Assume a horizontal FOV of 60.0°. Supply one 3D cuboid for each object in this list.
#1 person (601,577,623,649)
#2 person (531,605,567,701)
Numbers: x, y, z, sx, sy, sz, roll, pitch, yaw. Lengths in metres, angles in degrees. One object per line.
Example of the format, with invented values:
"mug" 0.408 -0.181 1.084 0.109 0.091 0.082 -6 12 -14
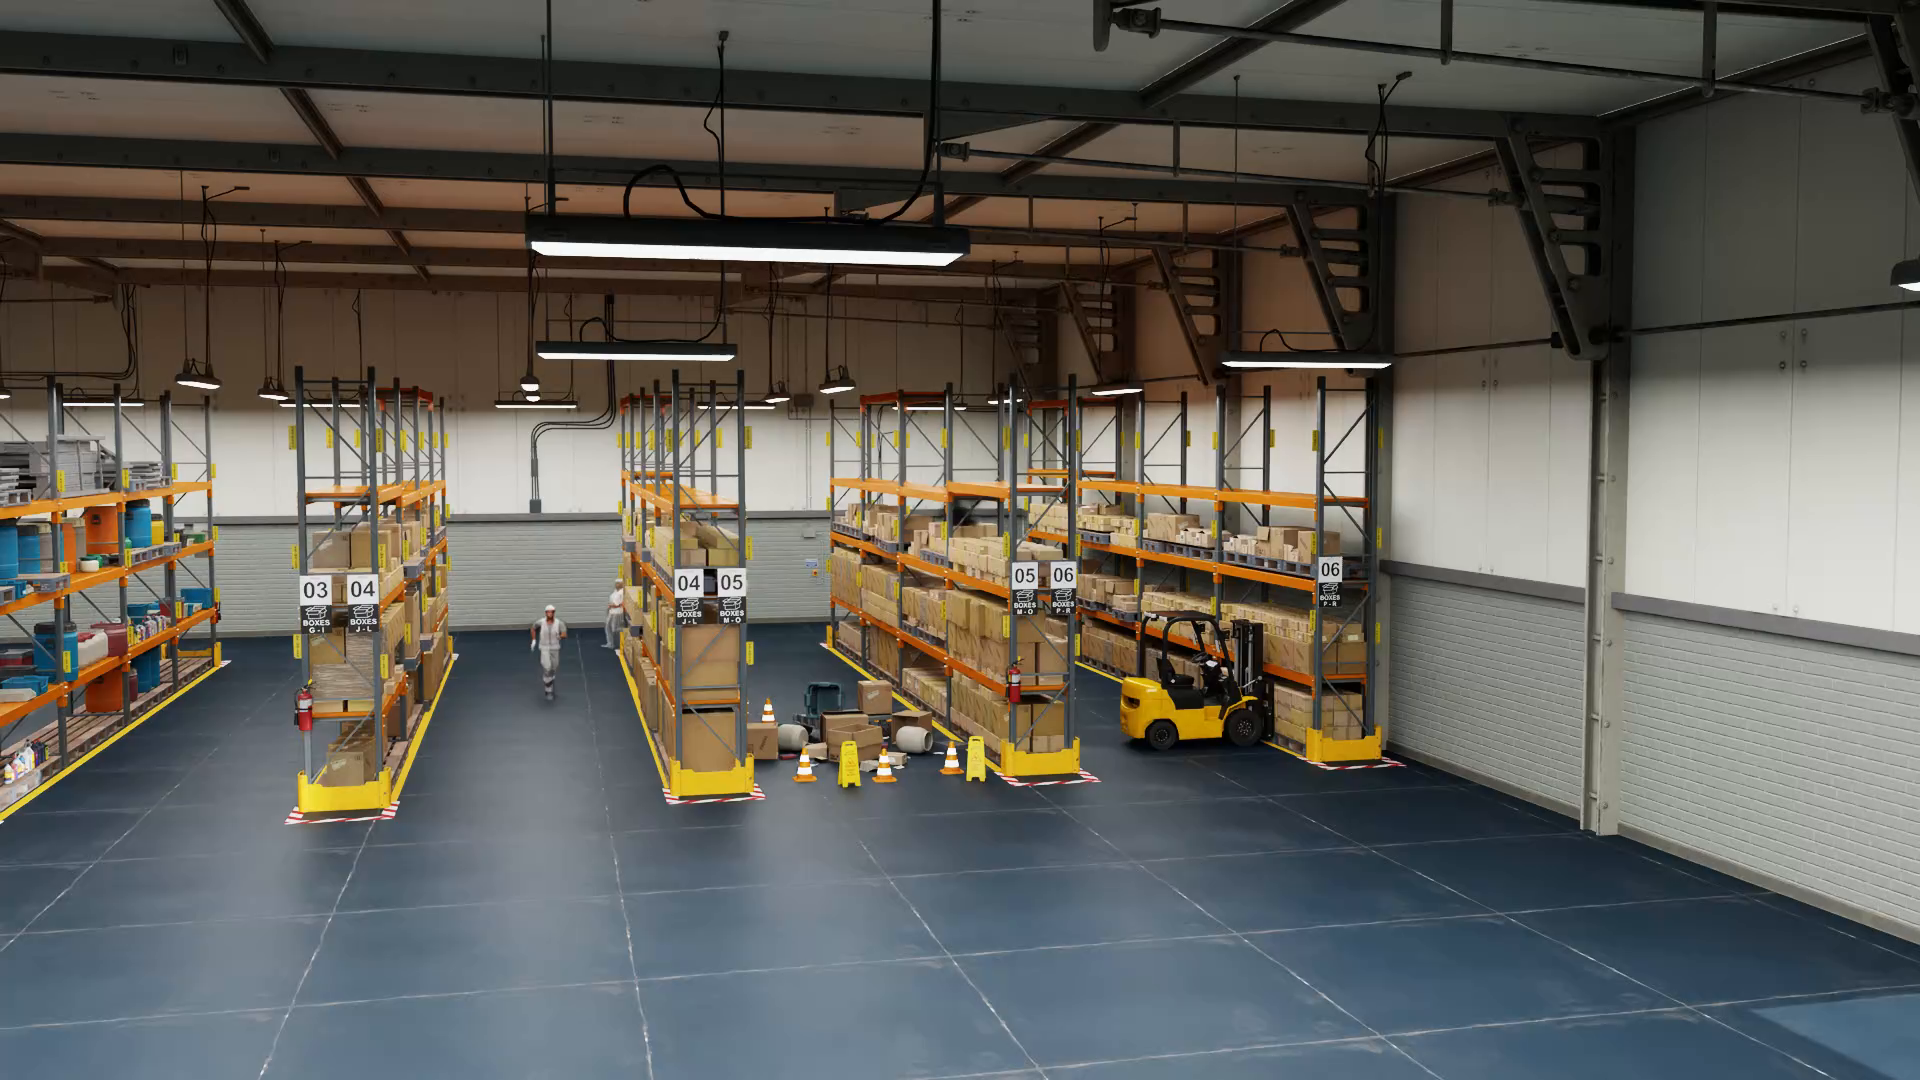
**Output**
"person" -8.264 1.764 39.997 0.743 1.743 0.763 -2 4 -34
"person" -7.978 2.174 32.329 0.643 1.844 0.876 -2 4 -26
